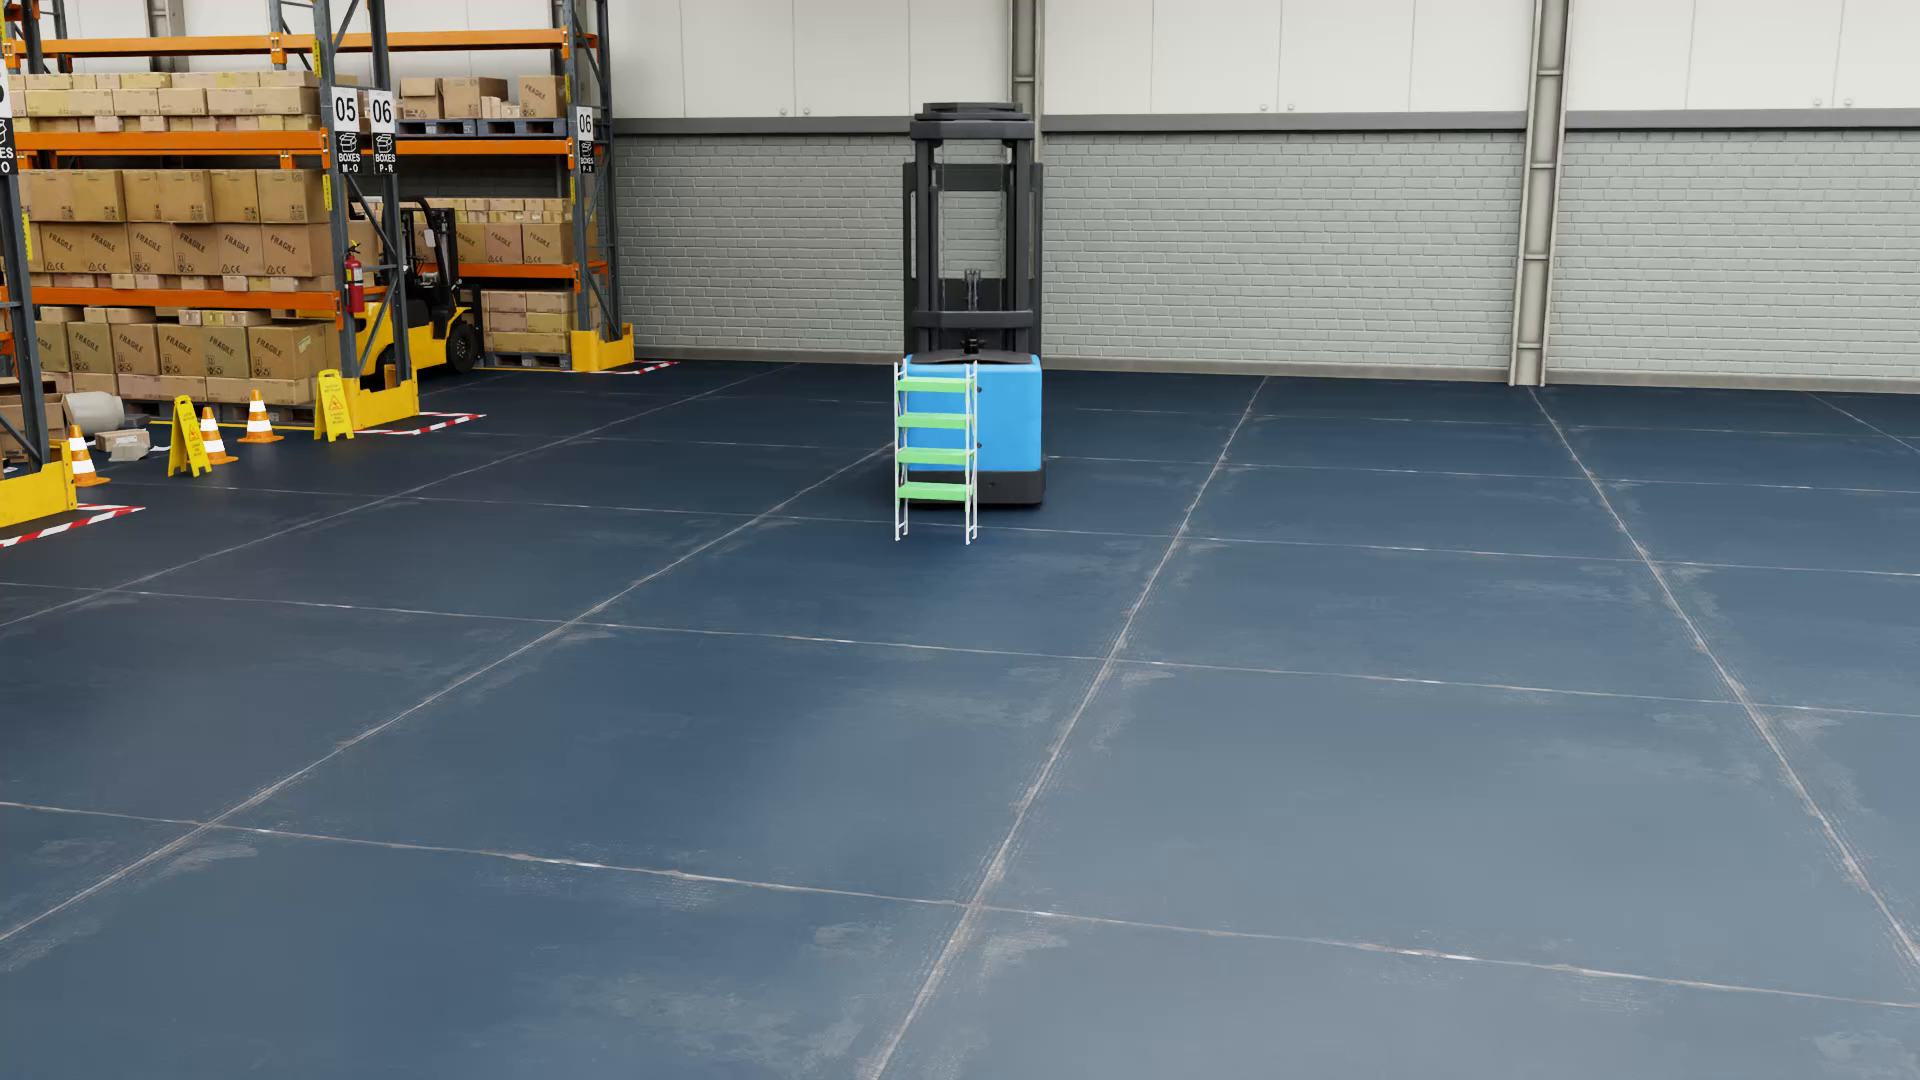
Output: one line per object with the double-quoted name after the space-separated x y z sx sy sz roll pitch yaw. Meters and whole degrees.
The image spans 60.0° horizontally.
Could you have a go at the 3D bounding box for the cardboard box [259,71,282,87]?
-6.396 -4.349 15.725 0.250 0.149 0.380 3 13 15 "cardboard box"

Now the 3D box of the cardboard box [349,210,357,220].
-7.696 -4.166 21.356 0.250 0.149 0.380 3 13 13 "cardboard box"

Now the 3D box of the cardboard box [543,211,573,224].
-4.974 -4.010 20.653 0.250 0.149 0.380 3 13 14 "cardboard box"

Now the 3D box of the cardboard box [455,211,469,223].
-6.225 -4.071 20.930 0.250 0.149 0.380 3 13 14 "cardboard box"

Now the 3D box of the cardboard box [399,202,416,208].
-6.946 -4.274 21.159 0.250 0.149 0.380 3 13 13 "cardboard box"

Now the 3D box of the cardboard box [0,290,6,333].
-7.215 -1.678 11.526 0.550 0.550 0.875 3 13 14 "cardboard box"

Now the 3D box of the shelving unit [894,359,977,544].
-0.161 -0.594 11.143 0.503 1.200 0.258 3 13 14 "shelving unit"

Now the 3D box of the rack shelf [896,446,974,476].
-0.161 -0.532 11.156 0.480 0.148 0.258 3 13 14 "rack shelf"

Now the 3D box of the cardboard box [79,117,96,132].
-8.397 -4.070 16.309 0.250 0.149 0.380 3 13 12 "cardboard box"

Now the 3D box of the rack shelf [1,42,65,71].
-14.279 -6.587 22.729 4.000 0.370 1.077 3 13 14 "rack shelf"

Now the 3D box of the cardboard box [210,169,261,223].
-6.794 -3.332 16.100 0.500 0.500 0.700 3 13 14 "cardboard box"

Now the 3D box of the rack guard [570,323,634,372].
-4.547 -2.464 21.184 0.348 0.500 1.175 3 13 14 "rack guard"

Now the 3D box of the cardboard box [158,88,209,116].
-7.310 -4.200 15.972 0.500 0.250 0.500 3 13 15 "cardboard box"

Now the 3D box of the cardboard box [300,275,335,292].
-6.170 -2.493 16.125 0.250 0.149 0.380 4 13 15 "cardboard box"

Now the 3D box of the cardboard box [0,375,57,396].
-8.925 -1.288 15.879 0.500 0.500 0.500 -9 15 -35 "cardboard box"

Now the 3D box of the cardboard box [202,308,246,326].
-7.212 -2.192 16.338 0.250 0.149 0.380 3 13 14 "cardboard box"

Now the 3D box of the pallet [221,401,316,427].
-6.610 -1.333 16.757 1.213 0.211 1.003 3 13 14 "pallet"

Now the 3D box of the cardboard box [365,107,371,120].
-7.345 -5.361 20.928 0.250 0.149 0.380 3 13 15 "cardboard box"

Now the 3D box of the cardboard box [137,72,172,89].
-7.652 -4.400 15.955 0.250 0.149 0.380 3 13 15 "cardboard box"

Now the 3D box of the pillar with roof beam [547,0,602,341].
-6.062 -5.934 17.206 0.400 9.000 9.100 3 13 14 "pillar with roof beam"

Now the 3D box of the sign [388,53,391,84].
-5.626 -4.646 16.308 0.005 0.325 0.100 3 13 14 "sign"

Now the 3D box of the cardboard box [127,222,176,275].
-7.806 -2.889 16.414 0.500 0.500 0.500 3 13 14 "cardboard box"

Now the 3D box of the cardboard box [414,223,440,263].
-6.601 -3.784 21.131 0.500 0.500 0.500 3 13 14 "cardboard box"

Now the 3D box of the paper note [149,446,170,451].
-7.150 -0.822 14.869 0.142 0.019 0.148 -1 13 -6 "paper note"

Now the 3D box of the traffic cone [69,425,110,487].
-7.019 -0.683 13.243 0.334 0.463 0.336 3 13 14 "traffic cone"

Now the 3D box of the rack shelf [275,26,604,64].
-6.512 -6.171 20.858 4.000 0.370 1.077 3 13 14 "rack shelf"

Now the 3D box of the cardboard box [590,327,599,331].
-5.000 -2.615 21.471 0.500 0.250 0.500 3 13 14 "cardboard box"

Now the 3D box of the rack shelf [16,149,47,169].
-11.581 -4.066 17.370 4.000 0.370 1.077 3 13 14 "rack shelf"

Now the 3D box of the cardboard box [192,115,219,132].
-7.152 -4.000 15.991 0.250 0.149 0.380 3 13 13 "cardboard box"

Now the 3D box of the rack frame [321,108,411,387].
-5.756 -2.641 16.213 0.127 3.000 1.000 3 13 14 "rack frame"

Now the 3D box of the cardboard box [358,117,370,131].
-6.000 -4.069 16.301 0.250 0.149 0.380 3 13 14 "cardboard box"

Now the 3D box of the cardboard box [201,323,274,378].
-7.104 -1.883 16.444 0.500 0.500 0.500 4 13 16 "cardboard box"

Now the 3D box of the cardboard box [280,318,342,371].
-6.496 -1.971 16.840 0.500 0.500 0.500 3 13 12 "cardboard box"

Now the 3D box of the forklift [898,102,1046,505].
0.104 -1.953 13.271 1.130 2.935 3.031 0 13 1 "forklift"

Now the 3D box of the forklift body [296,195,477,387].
-6.848 -2.986 19.725 1.214 2.155 2.313 3 13 14 "forklift body"

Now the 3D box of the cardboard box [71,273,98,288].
-8.656 -2.613 16.664 0.250 0.149 0.380 3 13 15 "cardboard box"

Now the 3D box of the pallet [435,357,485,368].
-6.503 -2.419 21.647 1.213 0.211 1.003 3 13 14 "pallet"

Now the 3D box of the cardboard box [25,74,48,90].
-8.898 -4.472 16.278 0.250 0.149 0.380 3 13 12 "cardboard box"

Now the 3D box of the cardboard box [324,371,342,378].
-6.473 -1.604 16.916 0.500 0.250 0.500 3 13 13 "cardboard box"

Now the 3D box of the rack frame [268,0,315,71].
-8.454 -6.822 21.205 0.127 3.000 1.000 3 13 14 "rack frame"

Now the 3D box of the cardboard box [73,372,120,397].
-8.610 -1.599 16.893 0.500 0.250 0.500 4 13 17 "cardboard box"

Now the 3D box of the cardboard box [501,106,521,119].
-5.447 -5.260 20.471 0.250 0.149 0.380 3 13 12 "cardboard box"

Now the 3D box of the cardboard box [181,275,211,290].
-7.429 -2.545 16.358 0.250 0.149 0.380 3 13 13 "cardboard box"

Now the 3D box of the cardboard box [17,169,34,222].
-9.264 -3.463 16.689 0.500 0.500 0.700 3 13 13 "cardboard box"

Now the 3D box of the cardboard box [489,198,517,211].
-5.700 -4.213 20.882 0.250 0.149 0.380 3 13 14 "cardboard box"

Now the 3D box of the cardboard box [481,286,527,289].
-5.960 -3.154 21.595 0.500 0.250 0.500 3 13 13 "cardboard box"
